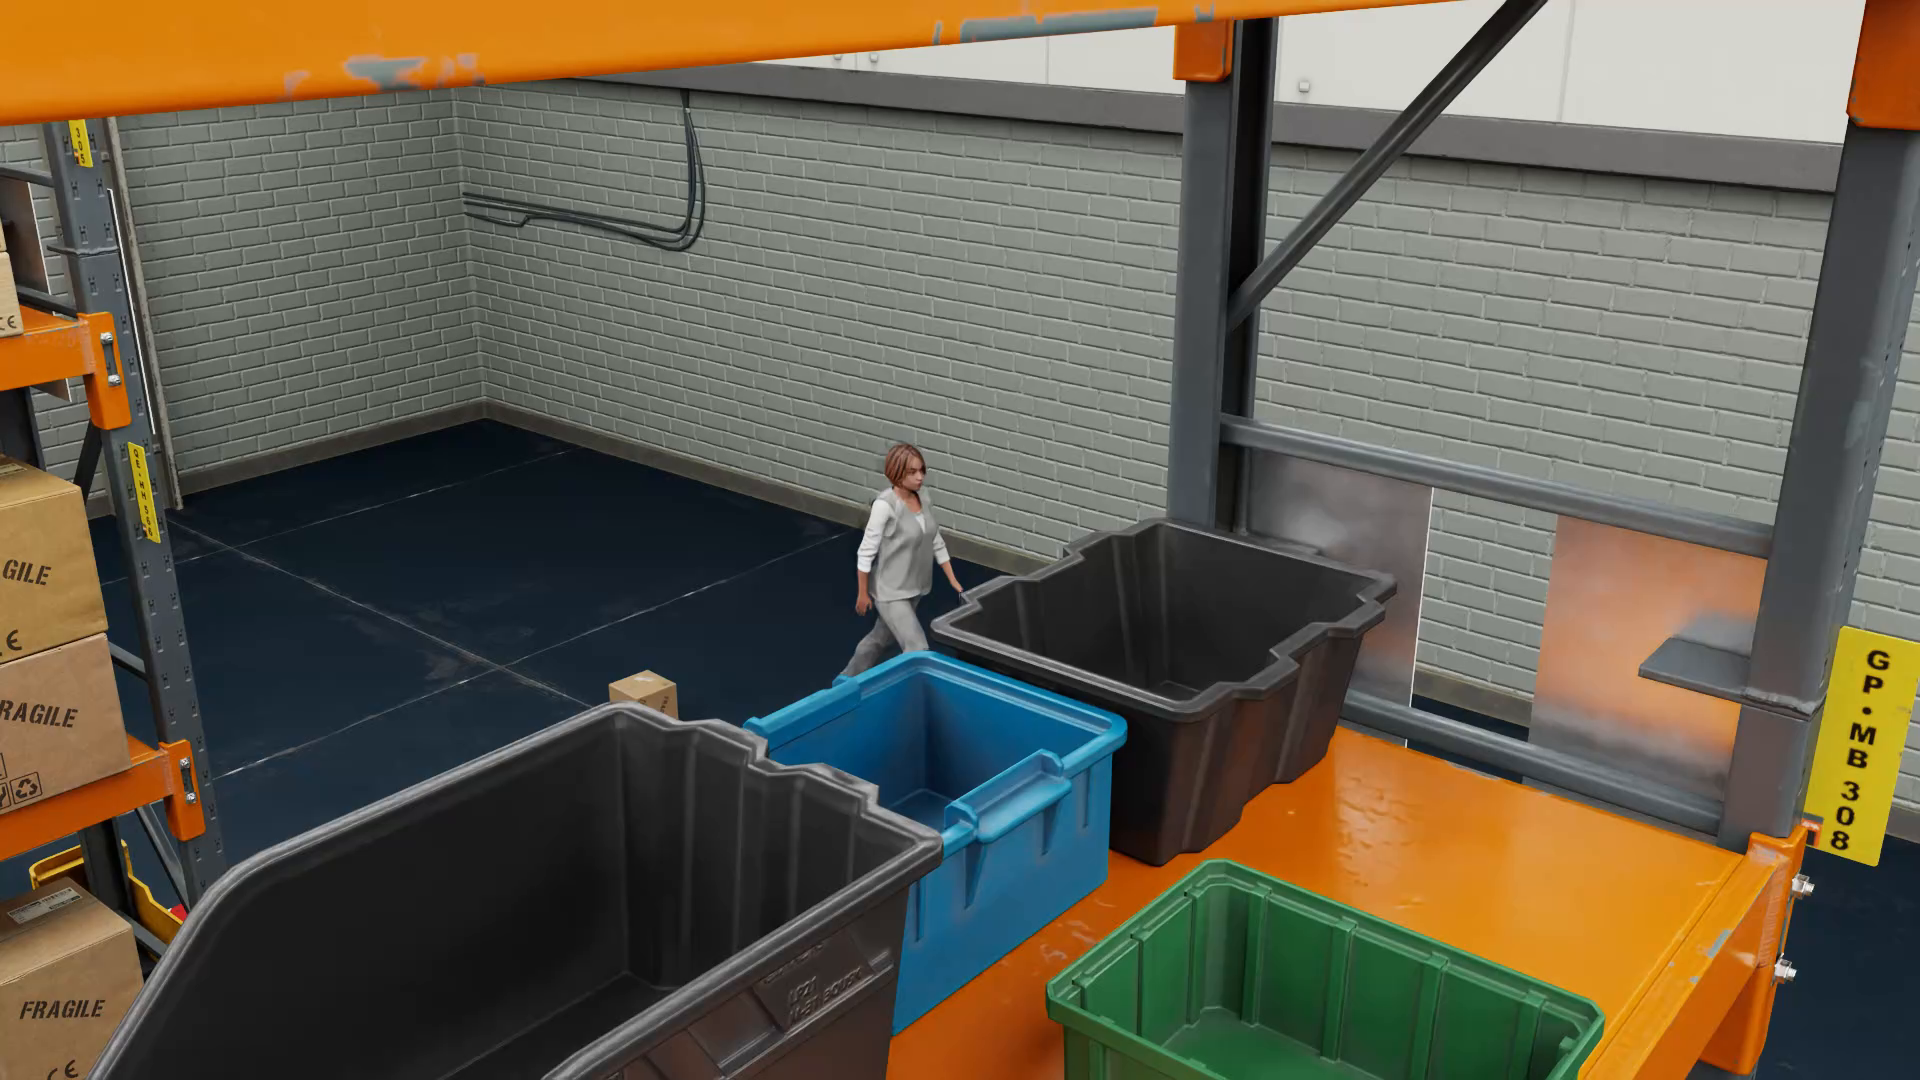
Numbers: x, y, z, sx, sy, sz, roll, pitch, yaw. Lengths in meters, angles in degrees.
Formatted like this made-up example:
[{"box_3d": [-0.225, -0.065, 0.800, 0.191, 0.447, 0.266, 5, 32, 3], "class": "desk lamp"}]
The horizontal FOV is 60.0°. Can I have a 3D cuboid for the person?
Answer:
[{"box_3d": [-0.249, 0.246, 8.406, 0.978, 1.531, 0.444, 13, 24, 31], "class": "person"}]
